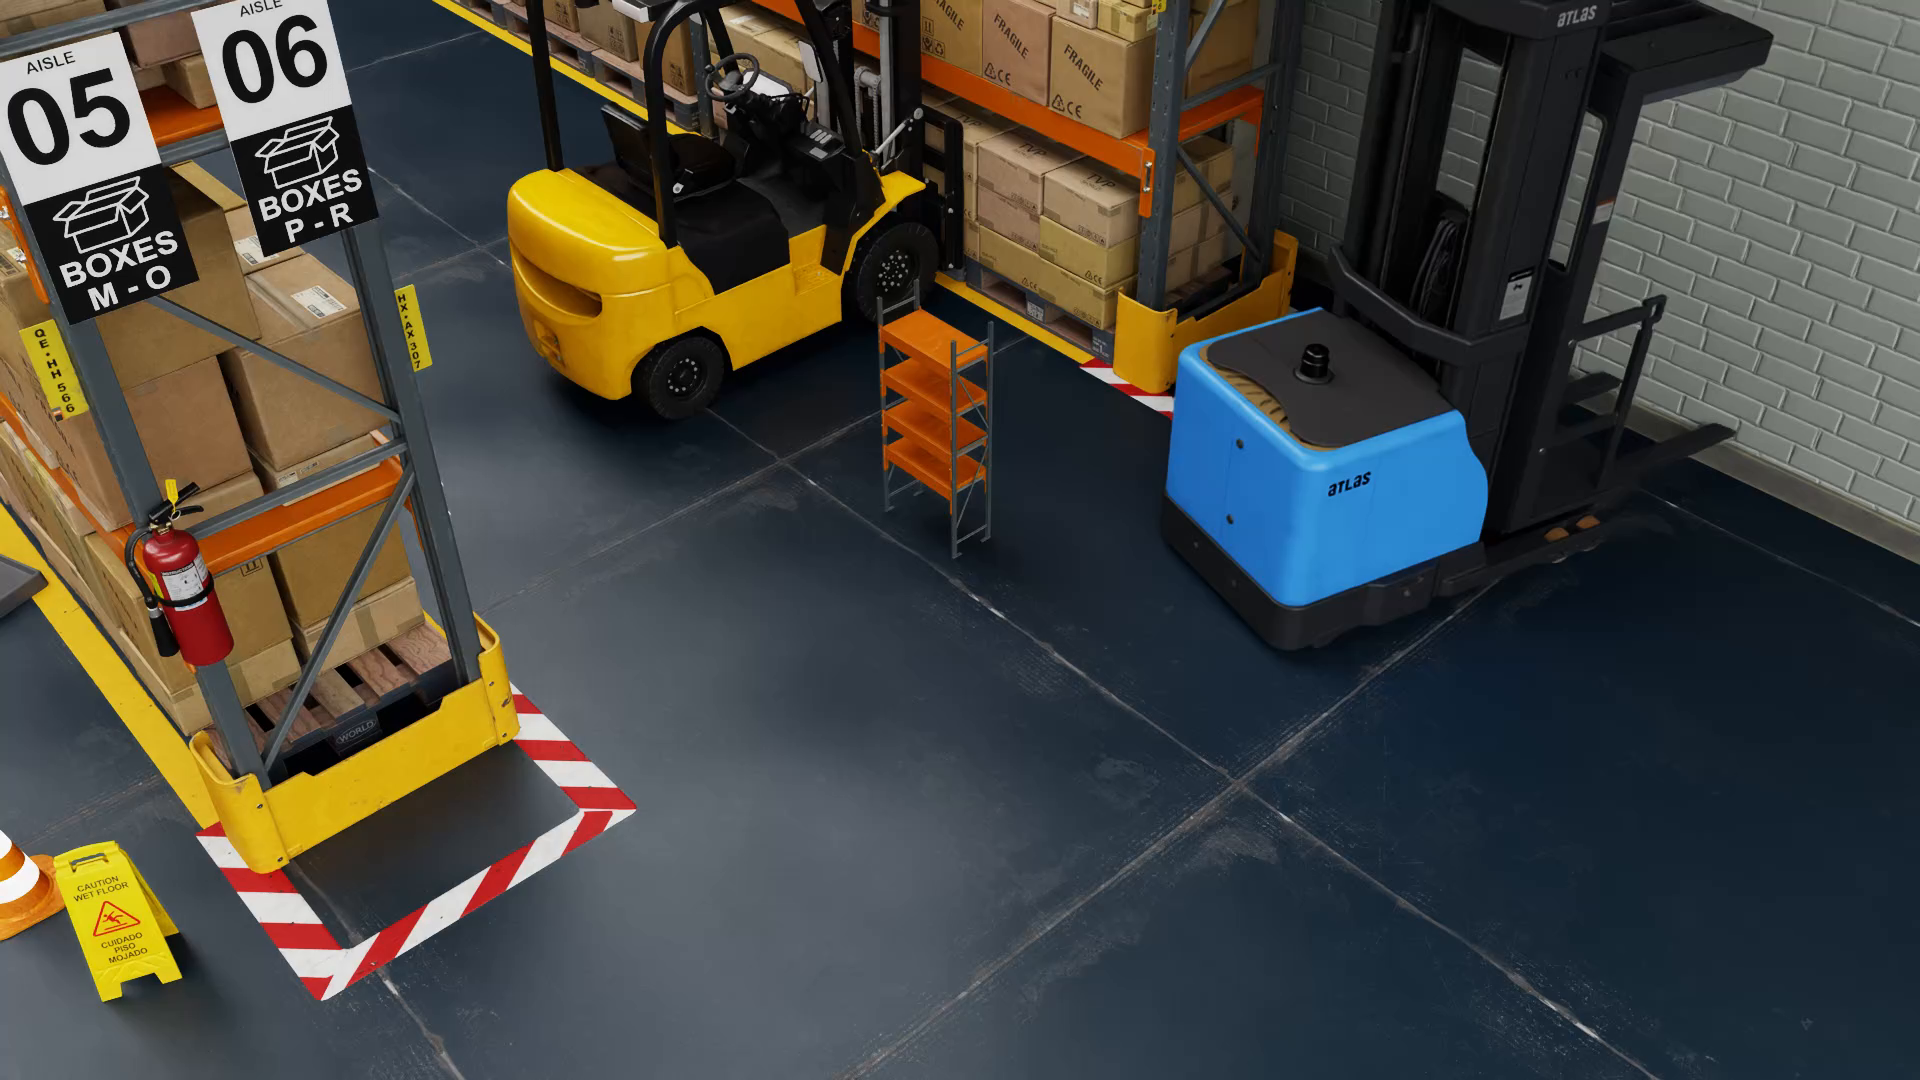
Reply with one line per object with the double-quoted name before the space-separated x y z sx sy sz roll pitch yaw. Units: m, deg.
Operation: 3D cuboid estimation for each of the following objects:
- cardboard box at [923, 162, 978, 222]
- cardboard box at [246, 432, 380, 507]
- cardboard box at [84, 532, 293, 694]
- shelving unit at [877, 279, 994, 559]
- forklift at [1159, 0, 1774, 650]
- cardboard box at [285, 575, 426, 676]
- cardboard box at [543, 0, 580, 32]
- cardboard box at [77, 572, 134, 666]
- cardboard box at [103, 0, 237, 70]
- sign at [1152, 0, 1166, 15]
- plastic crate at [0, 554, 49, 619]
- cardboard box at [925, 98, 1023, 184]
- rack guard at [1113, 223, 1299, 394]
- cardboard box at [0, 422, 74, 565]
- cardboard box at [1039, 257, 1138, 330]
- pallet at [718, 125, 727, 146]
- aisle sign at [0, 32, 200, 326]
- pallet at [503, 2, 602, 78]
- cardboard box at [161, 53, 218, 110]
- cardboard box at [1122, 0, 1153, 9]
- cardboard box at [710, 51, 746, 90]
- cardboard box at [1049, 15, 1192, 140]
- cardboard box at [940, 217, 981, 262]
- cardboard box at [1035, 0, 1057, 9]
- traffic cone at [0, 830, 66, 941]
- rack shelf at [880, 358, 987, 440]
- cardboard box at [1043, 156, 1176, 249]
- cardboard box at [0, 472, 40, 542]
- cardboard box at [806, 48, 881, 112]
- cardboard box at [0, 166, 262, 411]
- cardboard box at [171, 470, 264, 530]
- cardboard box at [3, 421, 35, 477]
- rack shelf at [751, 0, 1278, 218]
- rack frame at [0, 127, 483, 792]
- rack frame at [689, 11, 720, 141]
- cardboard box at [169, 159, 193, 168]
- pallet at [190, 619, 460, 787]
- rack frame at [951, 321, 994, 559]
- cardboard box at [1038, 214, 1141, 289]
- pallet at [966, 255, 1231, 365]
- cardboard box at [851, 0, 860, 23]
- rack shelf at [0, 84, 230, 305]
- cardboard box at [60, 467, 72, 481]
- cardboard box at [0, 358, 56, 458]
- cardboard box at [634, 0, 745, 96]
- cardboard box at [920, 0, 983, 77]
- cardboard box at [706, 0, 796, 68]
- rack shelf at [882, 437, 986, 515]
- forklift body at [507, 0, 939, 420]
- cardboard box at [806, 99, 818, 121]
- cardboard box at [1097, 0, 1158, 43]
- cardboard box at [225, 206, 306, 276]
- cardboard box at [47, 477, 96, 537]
"cardboard box" 0.084 -2.121 9.653 0.500 0.250 0.500 -31 48 -33
"cardboard box" -2.391 -0.310 6.155 0.380 0.149 0.250 -30 48 -32
"cardboard box" -3.048 0.192 6.591 0.500 0.500 0.500 -30 47 -31
"shelving unit" -0.112 -0.543 7.676 0.258 1.200 0.503 -30 48 -32
"forklift" 2.494 -1.309 7.246 3.031 2.935 1.130 -18 42 -21
"cardboard box" -2.656 0.253 7.112 0.500 0.250 0.500 -30 48 -32
"cardboard box" -2.756 -4.311 12.464 0.875 0.625 0.625 -32 49 -33
"cardboard box" -3.403 0.240 7.127 0.500 0.250 0.500 -30 48 -32
"cardboard box" -2.458 -1.733 5.212 0.500 0.250 0.500 -31 48 -32
"sign" 0.931 -2.592 7.670 0.100 0.325 0.005 -30 48 -32
"plastic crate" -4.561 0.197 7.651 0.583 0.080 0.402 18 42 21
"cardboard box" 0.100 -2.300 9.477 0.500 0.250 0.500 -29 47 -31
"rack guard" 1.356 -1.290 9.158 1.175 0.500 0.348 -30 48 -32
"cardboard box" -3.739 -0.285 7.181 0.500 0.500 0.500 -31 48 -33
"cardboard box" 0.789 -1.451 9.221 0.500 0.250 0.500 -30 47 -31
"pallet" -0.859 -2.655 11.077 1.003 0.211 1.213 -30 48 -32
"aisle sign" -2.486 -1.022 4.767 0.394 0.787 0.004 -30 48 -32
"pallet" -2.722 -3.930 12.655 1.003 0.211 1.213 -30 48 -32
"cardboard box" -2.299 -1.524 5.270 0.380 0.149 0.250 -30 48 -32
"cardboard box" 0.942 -2.757 8.152 0.380 0.149 0.250 -30 48 -32
"cardboard box" -1.266 -3.058 10.814 0.500 0.250 0.500 -30 48 -32
"cardboard box" 0.814 -2.429 8.499 0.500 0.500 0.500 -31 48 -33
"cardboard box" 0.128 -1.920 9.803 0.500 0.250 0.500 -29 47 -31
"cardboard box" 0.574 -2.858 8.514 0.380 0.149 0.250 -29 47 -31
"traffic cone" -3.555 1.173 6.137 0.336 0.463 0.334 -30 48 -32
"rack shelf" -0.112 -0.665 7.577 0.258 0.148 0.480 -30 48 -32
"cardboard box" 0.799 -1.837 8.904 0.500 0.250 0.500 -28 47 -30
"cardboard box" -4.089 -0.233 7.714 0.500 0.250 0.500 -31 48 -32
"cardboard box" -0.586 -2.784 10.076 0.500 0.250 0.500 -28 47 -30
"cardboard box" -2.820 -0.850 5.511 0.700 0.500 0.500 -31 48 -33
"cardboard box" -2.724 -0.147 5.953 0.380 0.149 0.250 -28 47 -30
"cardboard box" -3.690 -0.442 6.859 0.380 0.149 0.250 -28 47 -30
"rack shelf" -0.013 -2.920 9.758 1.077 0.370 4.000 -30 48 -32
"rack frame" -2.314 -0.163 5.772 1.000 3.000 0.127 -30 48 -32
"rack frame" -1.366 -4.125 10.678 1.000 3.000 0.127 -30 48 -32
"cardboard box" -3.478 -1.360 6.938 0.500 0.500 0.500 -31 48 -33
"pallet" -2.889 0.496 7.176 1.003 0.211 1.213 -30 48 -32
"rack frame" 0.053 -0.430 7.536 0.240 1.200 0.015 -30 48 -32
"cardboard box" 0.780 -1.655 9.075 0.500 0.250 0.500 -31 48 -32
"pallet" 0.792 -1.525 9.678 1.003 0.211 1.213 -30 48 -32
"cardboard box" -0.550 -3.380 9.676 0.500 0.500 0.500 -30 48 -32
"rack shelf" -3.667 -1.976 6.202 1.077 0.370 4.000 -30 48 -32
"cardboard box" -3.135 -0.345 6.198 0.380 0.149 0.250 -31 48 -32
"cardboard box" -3.219 -0.685 6.103 0.500 0.500 0.500 -30 48 -32
"cardboard box" -1.727 -3.602 11.586 0.875 0.625 0.625 -28 46 -30
"cardboard box" 0.123 -2.910 9.094 0.500 0.500 0.500 -31 48 -32
"cardboard box" -1.270 -3.251 10.654 0.500 0.250 0.500 -31 48 -32
"rack shelf" -0.112 -0.337 7.843 0.258 0.148 0.480 -30 48 -32
"forklift body" -1.287 -2.046 8.780 2.313 2.155 1.214 -30 48 -32
"cardboard box" -0.592 -2.589 10.232 0.500 0.250 0.500 -30 48 -32
"cardboard box" 0.899 -2.607 8.202 0.380 0.149 0.250 -29 47 -31
"cardboard box" -2.783 -0.893 6.360 0.500 0.500 0.500 -28 47 -31
"cardboard box" -3.346 -0.202 6.562 0.380 0.149 0.250 -29 47 -31
